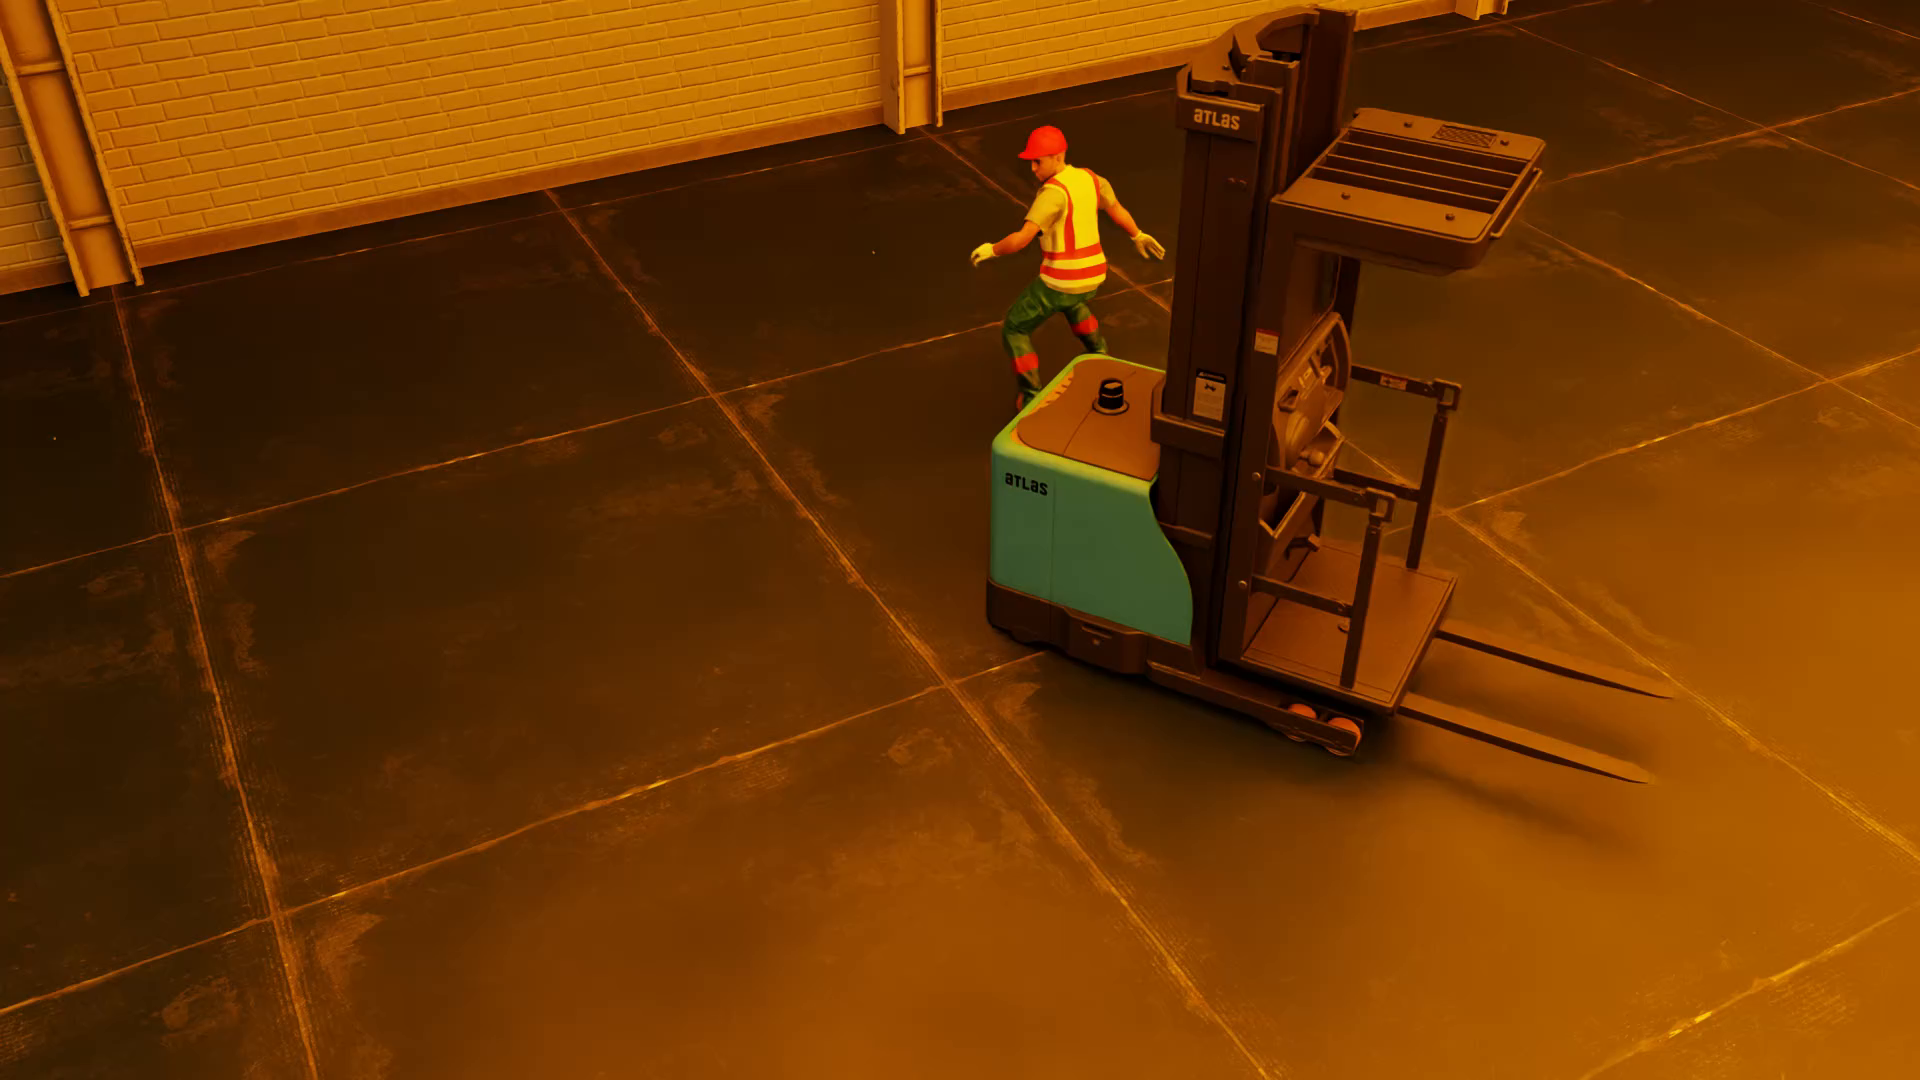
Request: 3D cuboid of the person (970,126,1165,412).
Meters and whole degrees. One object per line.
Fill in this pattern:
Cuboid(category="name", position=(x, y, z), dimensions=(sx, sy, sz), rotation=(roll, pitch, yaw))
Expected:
Cuboid(category="person", position=(0.611, -1.513, 9.499), dimensions=(1.086, 1.718, 0.587), rotation=(-30, 45, -35))

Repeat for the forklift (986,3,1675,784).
Cuboid(category="forklift", position=(1.669, -0.600, 6.972), dimensions=(3.031, 2.935, 1.130), rotation=(17, 39, 23))
